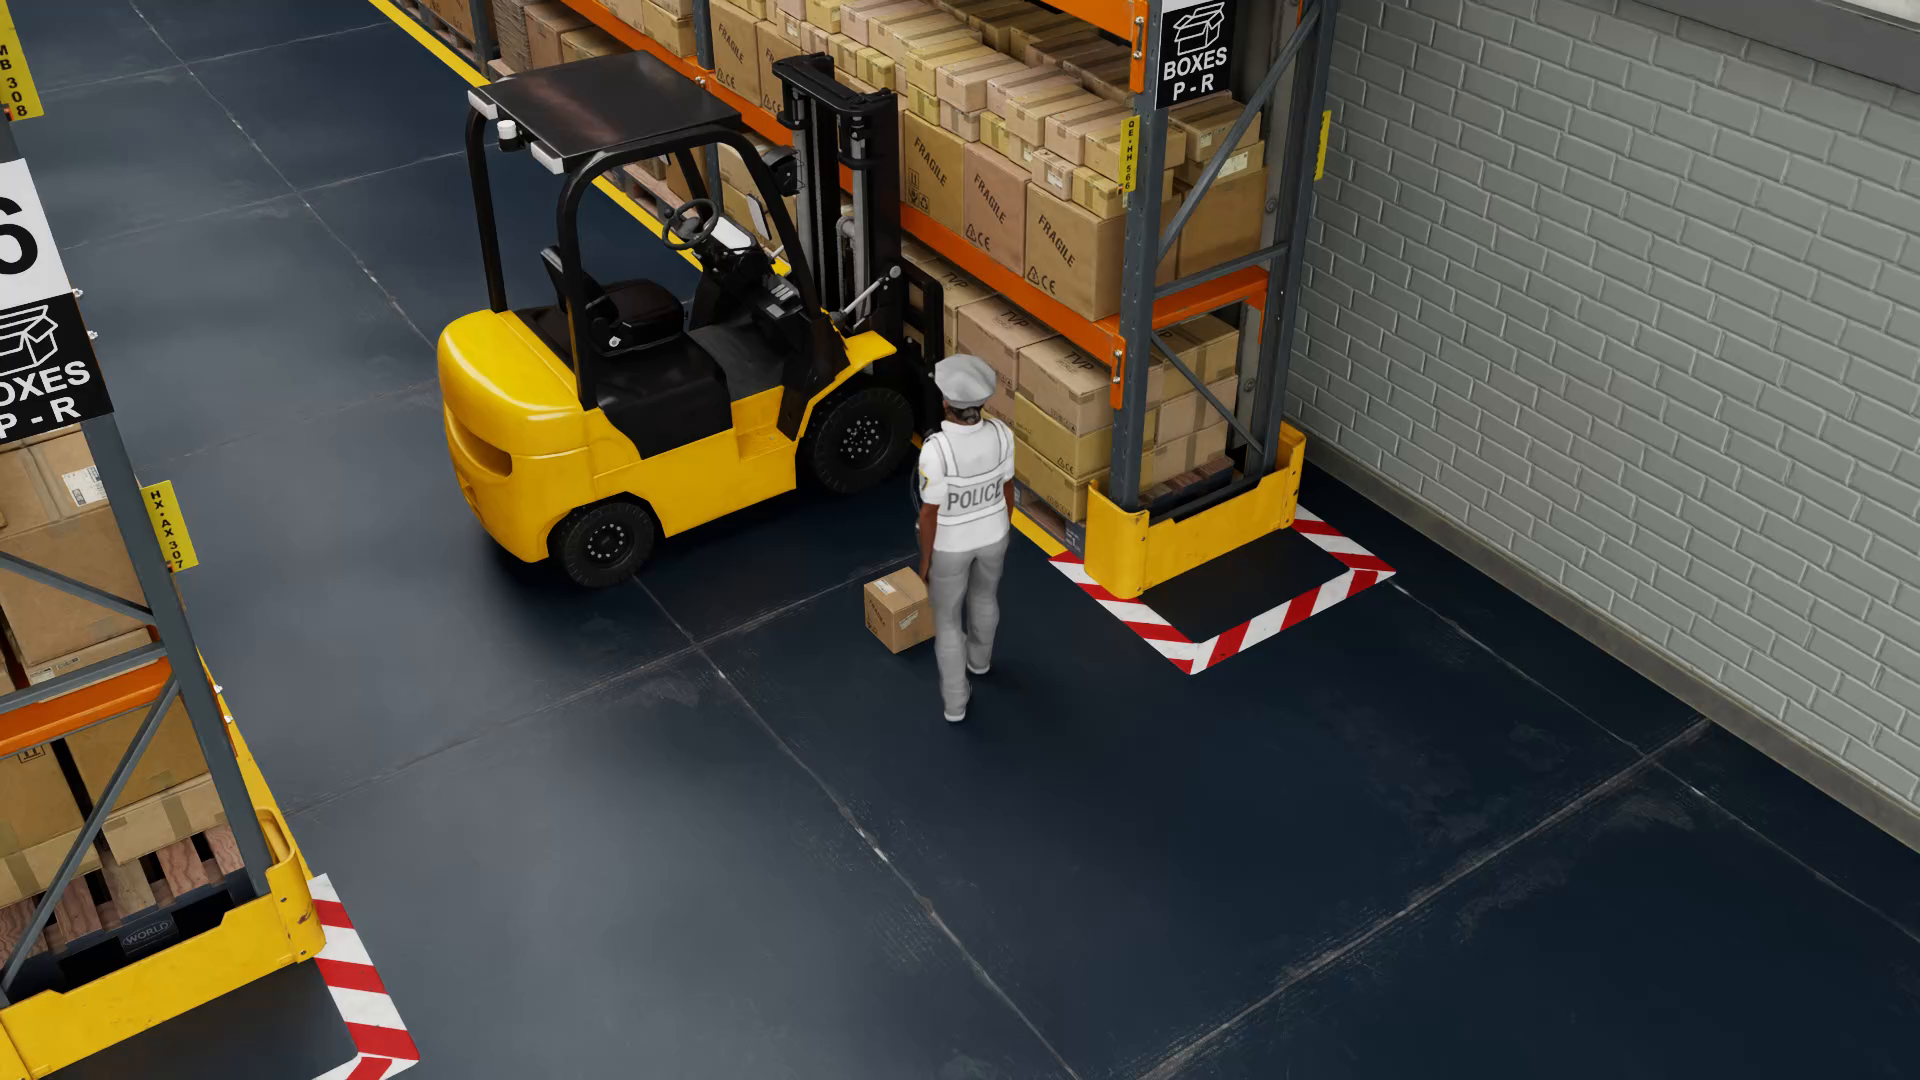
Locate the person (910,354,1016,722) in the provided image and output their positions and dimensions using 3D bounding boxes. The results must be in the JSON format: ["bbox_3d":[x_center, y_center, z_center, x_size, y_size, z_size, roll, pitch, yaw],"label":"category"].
[{"bbox_3d":[-0.006,-0.034,7.031,0.455,1.688,0.538,-17,40,-21],"label":"person"}]
